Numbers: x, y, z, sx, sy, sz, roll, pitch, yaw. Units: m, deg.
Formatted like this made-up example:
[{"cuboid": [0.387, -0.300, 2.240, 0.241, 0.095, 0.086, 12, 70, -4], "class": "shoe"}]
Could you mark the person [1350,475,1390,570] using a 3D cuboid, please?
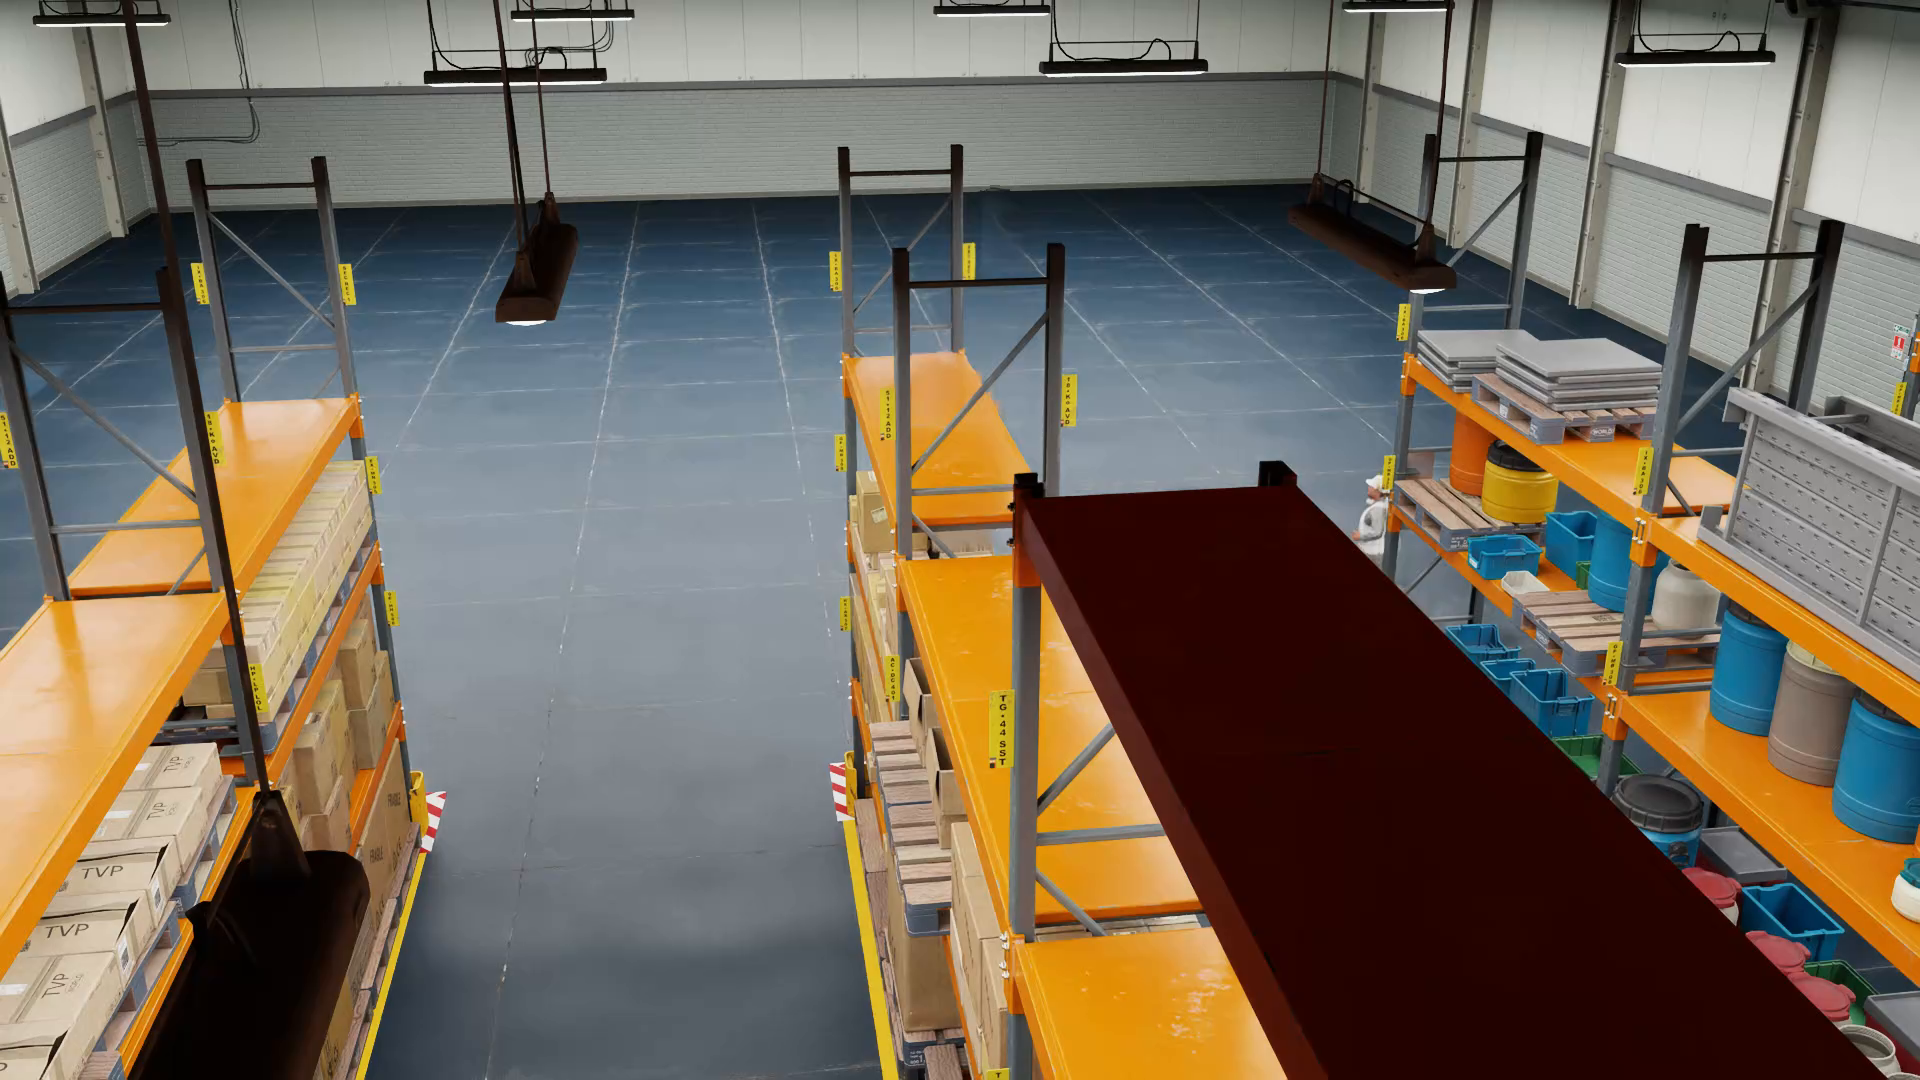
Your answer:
[{"cuboid": [4.772, 0.129, 18.905, 0.827, 1.792, 0.652, 8, 23, 20], "class": "person"}]
